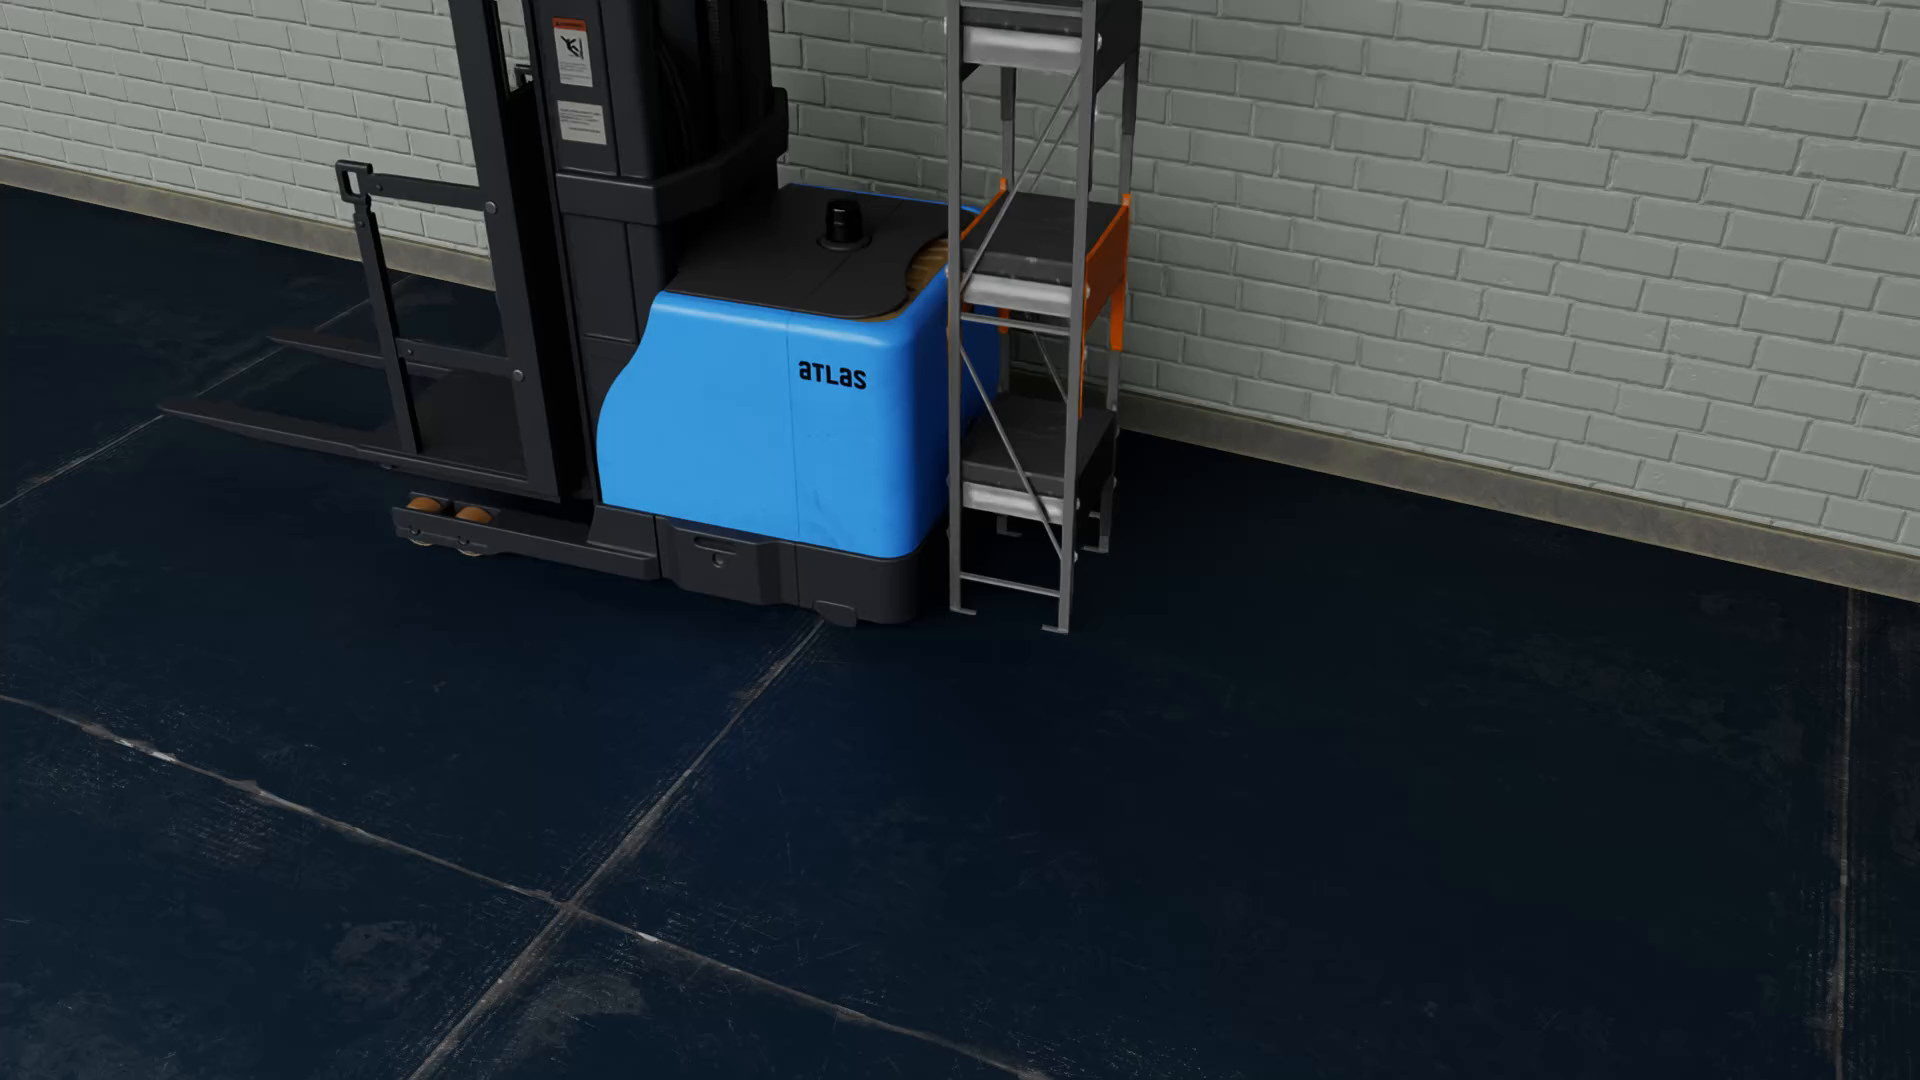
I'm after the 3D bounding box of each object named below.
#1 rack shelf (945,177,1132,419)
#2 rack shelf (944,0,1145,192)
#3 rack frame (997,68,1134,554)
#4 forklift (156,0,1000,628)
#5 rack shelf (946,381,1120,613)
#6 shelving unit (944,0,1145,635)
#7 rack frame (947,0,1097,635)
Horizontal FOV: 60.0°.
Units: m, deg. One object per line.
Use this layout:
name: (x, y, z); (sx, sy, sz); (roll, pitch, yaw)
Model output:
rack shelf: (0.238, -0.731, 4.974); (0.431, 0.518, 0.480); (11, 35, 16)
rack shelf: (0.238, -1.316, 4.591); (0.431, 0.518, 0.480); (11, 35, 16)
rack frame: (0.319, -0.868, 5.160); (0.400, 2.100, 0.015); (11, 35, 16)
forklift: (-1.410, -1.430, 5.258); (3.031, 2.935, 1.130); (11, 35, 16)
rack shelf: (0.238, -0.145, 5.358); (0.431, 0.518, 0.480); (11, 35, 16)
shelving unit: (0.238, -0.742, 4.967); (0.431, 2.100, 0.503); (11, 35, 16)
rack frame: (0.158, -0.616, 4.774); (0.400, 2.100, 0.015); (11, 35, 16)
